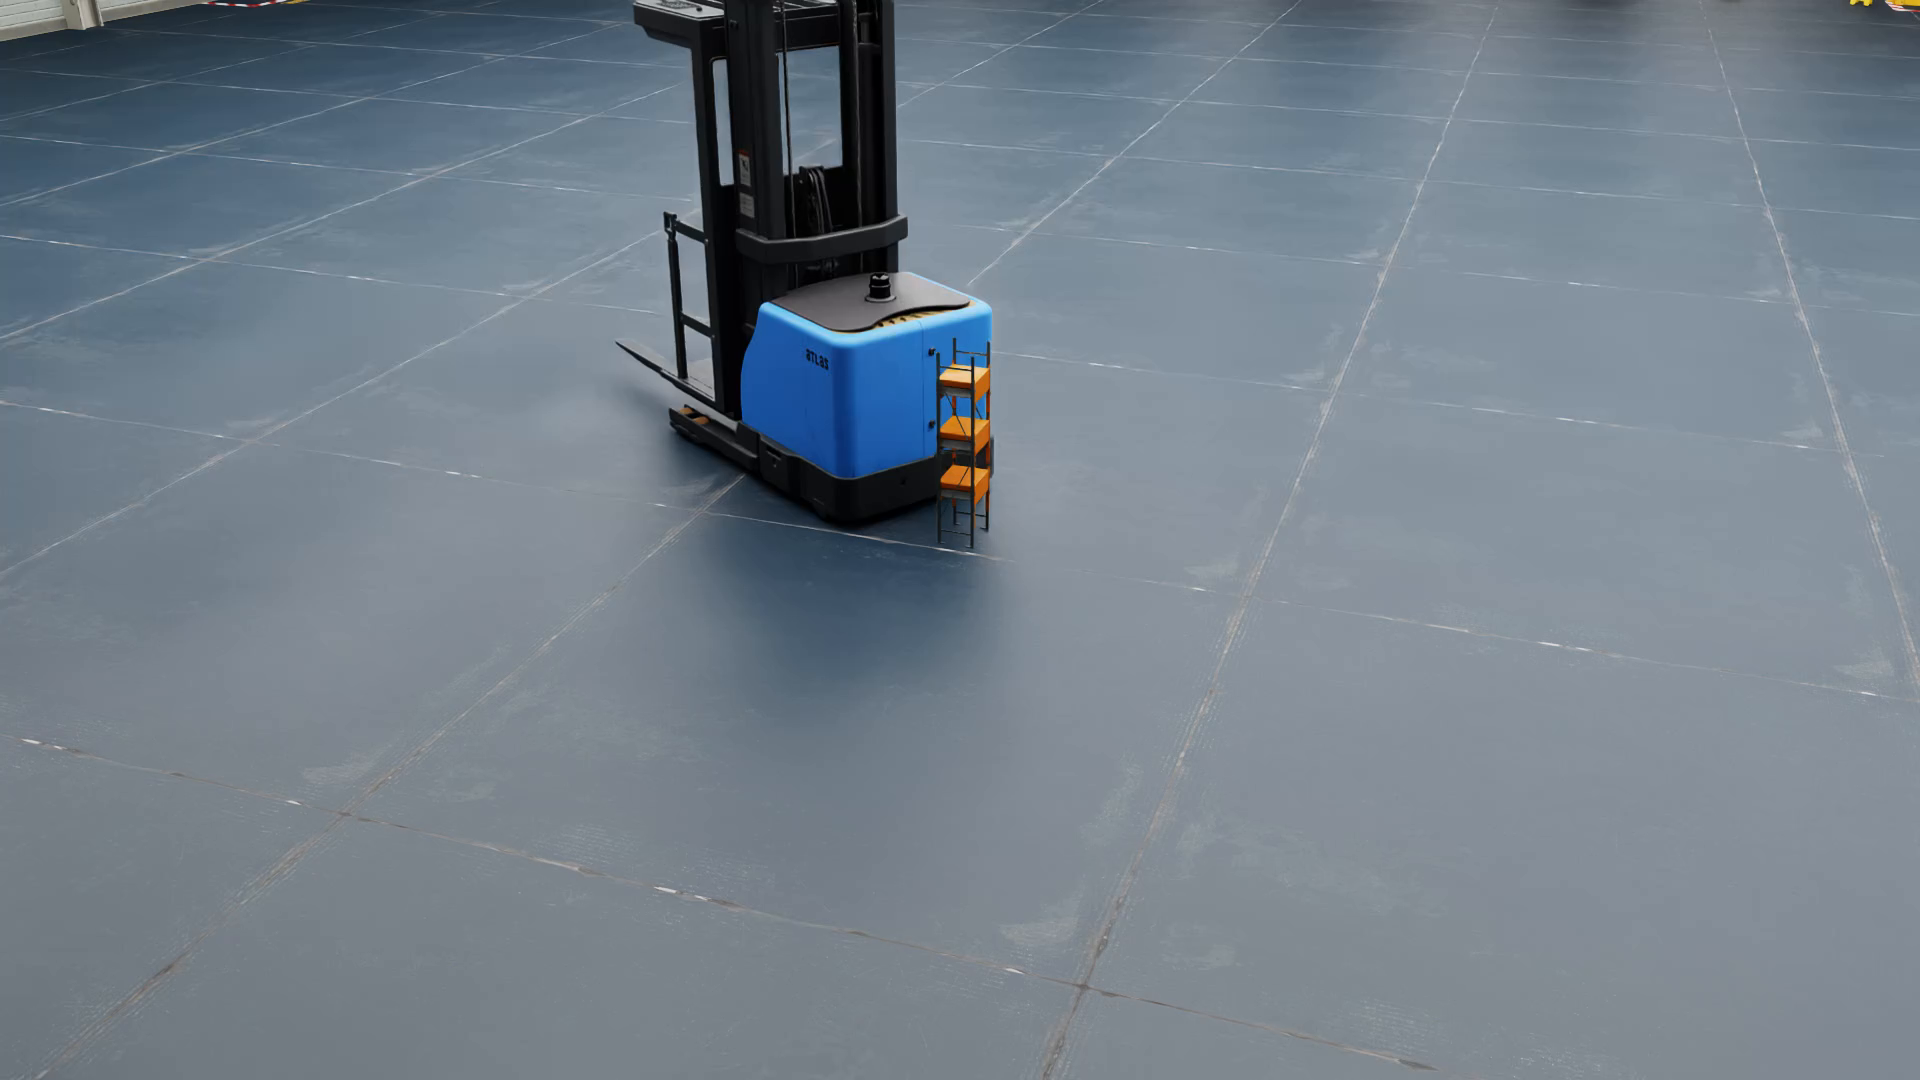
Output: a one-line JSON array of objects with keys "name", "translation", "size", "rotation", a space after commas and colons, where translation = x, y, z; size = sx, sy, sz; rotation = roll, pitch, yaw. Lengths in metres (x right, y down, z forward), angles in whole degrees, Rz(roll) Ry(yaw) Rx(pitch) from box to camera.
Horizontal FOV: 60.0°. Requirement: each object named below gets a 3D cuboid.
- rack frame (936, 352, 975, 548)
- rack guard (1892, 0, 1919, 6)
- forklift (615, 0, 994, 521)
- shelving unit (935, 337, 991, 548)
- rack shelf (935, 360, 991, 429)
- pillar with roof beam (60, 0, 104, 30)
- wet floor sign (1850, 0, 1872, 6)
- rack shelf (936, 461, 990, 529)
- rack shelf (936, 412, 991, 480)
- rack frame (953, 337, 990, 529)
[{"name": "rack frame", "translation": [-0.023, -0.444, 8.463], "size": [0.200, 1.050, 0.008], "rotation": [9, 27, 17]}, {"name": "rack guard", "translation": [15.281, -8.616, 25.972], "size": [1.175, 0.500, 0.348], "rotation": [9, 27, 17]}, {"name": "forklift", "translation": [-1.100, -2.002, 9.522], "size": [1.130, 2.935, 3.031], "rotation": [-18, 31, -33]}, {"name": "shelving unit", "translation": [0.018, -0.495, 8.567], "size": [0.215, 1.050, 0.252], "rotation": [9, 27, 17]}, {"name": "rack shelf", "translation": [0.018, -0.740, 8.448], "size": [0.215, 0.259, 0.240], "rotation": [9, 27, 17]}, {"name": "pillar with roof beam", "translation": [-8.619, -10.860, 20.853], "size": [9.100, 9.000, 0.400], "rotation": [9, 27, 17]}, {"name": "wet floor sign", "translation": [14.184, -8.727, 26.035], "size": [0.267, 0.644, 0.232], "rotation": [20, 32, 35]}, {"name": "rack shelf", "translation": [0.018, -0.235, 8.692], "size": [0.215, 0.259, 0.240], "rotation": [9, 27, 17]}, {"name": "rack shelf", "translation": [0.018, -0.485, 8.571], "size": [0.215, 0.259, 0.240], "rotation": [9, 27, 17]}, {"name": "rack frame", "translation": [0.058, -0.545, 8.670], "size": [0.200, 1.050, 0.008], "rotation": [9, 27, 17]}]
